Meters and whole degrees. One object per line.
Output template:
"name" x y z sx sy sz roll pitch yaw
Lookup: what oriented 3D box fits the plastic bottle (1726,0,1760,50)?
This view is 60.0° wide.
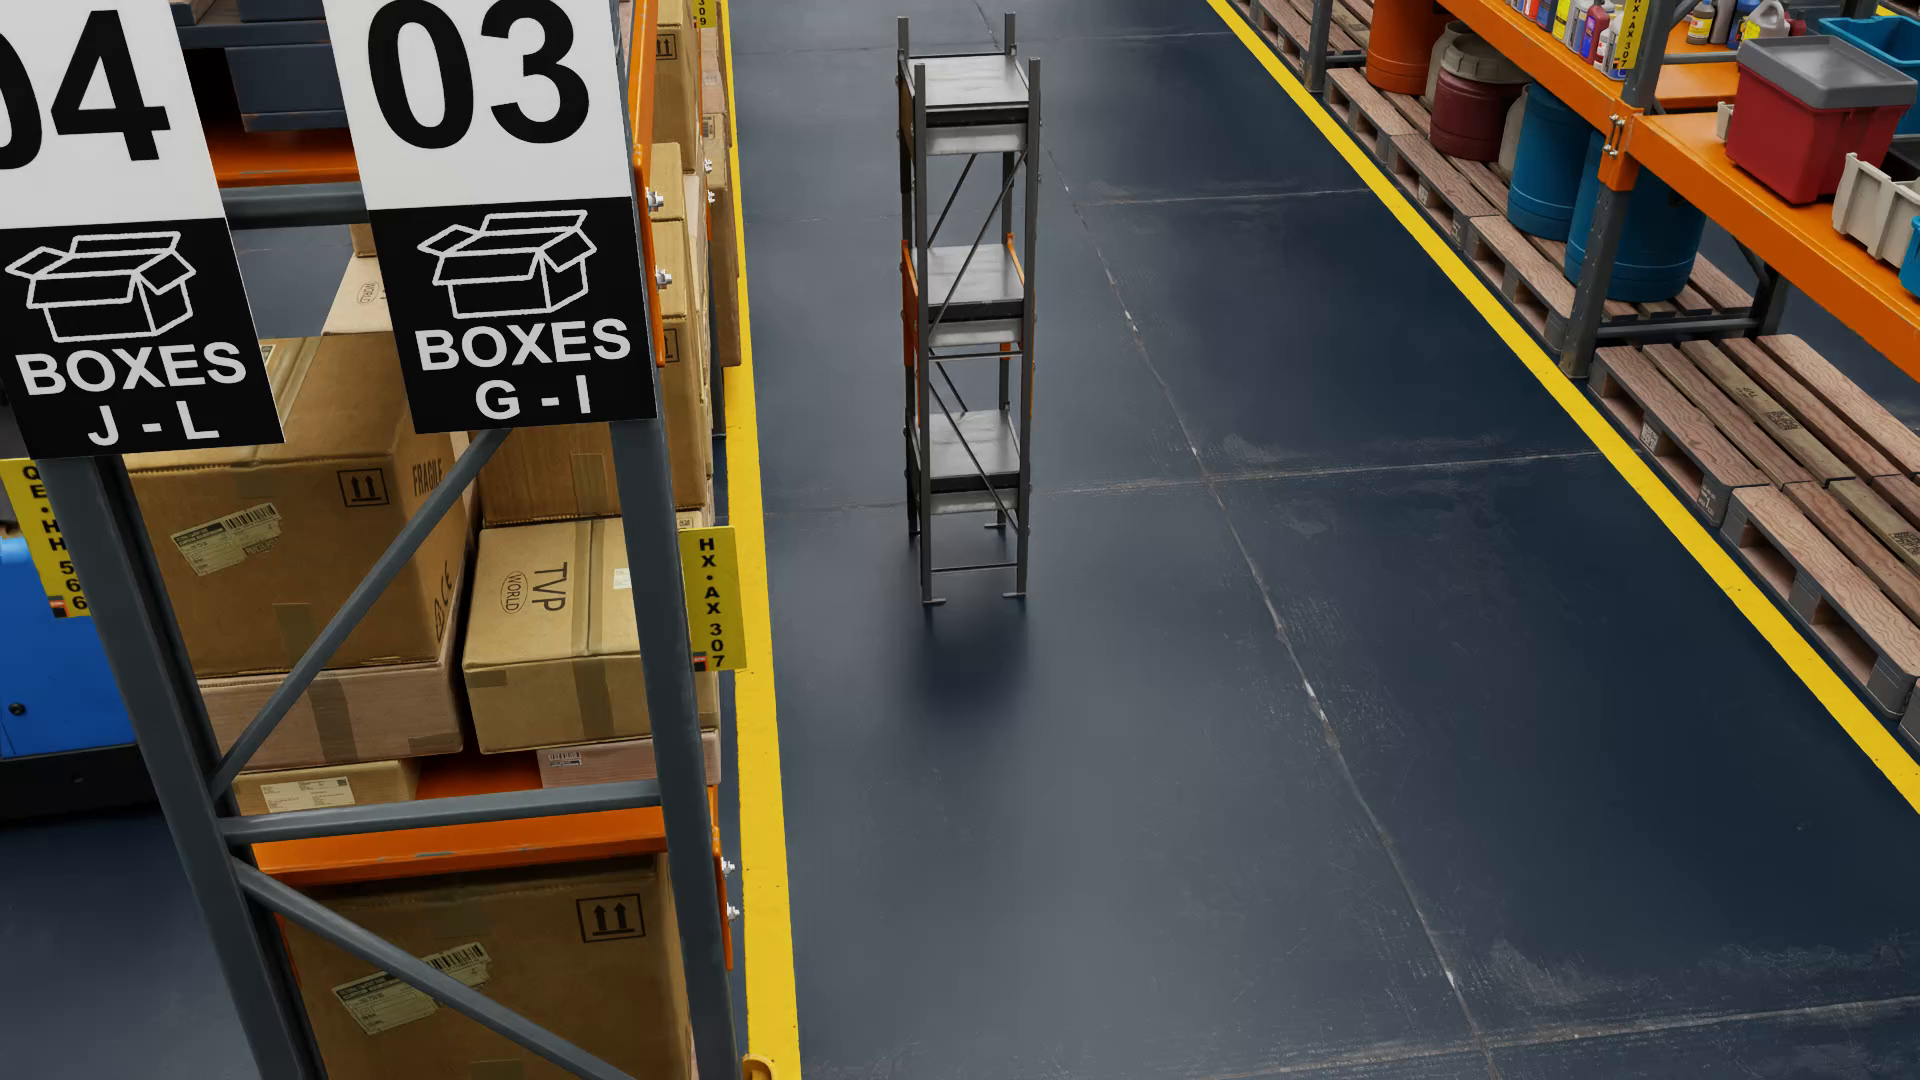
"plastic bottle" 3.672 -2.440 7.782 0.097 0.271 0.097 0 34 0

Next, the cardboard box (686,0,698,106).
"cardboard box" -1.218 -1.824 5.967 0.500 0.500 0.500 -3 34 -5

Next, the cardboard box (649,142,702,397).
"cardboard box" -0.947 -0.684 4.294 0.500 0.500 0.500 -5 35 -8

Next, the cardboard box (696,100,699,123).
"cardboard box" -1.225 -1.524 6.192 0.500 0.250 0.500 -5 35 -7

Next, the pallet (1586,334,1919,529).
"pallet" 3.501 -0.505 7.304 1.003 0.211 1.213 -4 35 -6

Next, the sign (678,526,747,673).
"sign" -0.456 0.113 3.081 0.100 0.325 0.005 -4 35 -6

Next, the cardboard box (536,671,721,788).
"cardboard box" -0.728 0.423 3.689 0.380 0.149 0.250 -4 34 -6

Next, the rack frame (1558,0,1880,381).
"rack frame" 3.363 -2.065 7.116 1.000 3.000 0.127 -4 35 -6

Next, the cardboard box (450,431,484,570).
"cardboard box" -1.403 -0.052 4.032 0.500 0.250 0.500 -5 35 -7

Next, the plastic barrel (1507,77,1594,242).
"plastic barrel" 3.212 -2.071 8.616 0.600 0.901 0.708 -4 35 -6

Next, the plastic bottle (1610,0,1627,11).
"plastic bottle" 3.058 -2.544 7.863 0.144 0.351 0.185 -4 35 -6

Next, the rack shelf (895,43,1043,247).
"rack shelf" 0.022 -1.342 5.637 0.431 0.518 0.480 -4 35 -6

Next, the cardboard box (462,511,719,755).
"cardboard box" -0.804 0.193 3.672 0.500 0.250 0.500 -5 35 -8

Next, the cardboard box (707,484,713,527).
"cardboard box" -0.834 -0.008 4.322 0.380 0.149 0.250 -5 35 -7

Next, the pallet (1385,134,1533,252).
"pallet" 3.133 -2.029 9.539 1.003 0.211 1.213 -4 35 -6

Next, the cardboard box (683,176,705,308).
"cardboard box" -1.084 -0.951 5.351 0.500 0.250 0.500 -4 34 -5

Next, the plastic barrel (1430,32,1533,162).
"plastic barrel" 3.060 -2.572 9.629 0.600 0.588 0.708 -4 35 -6

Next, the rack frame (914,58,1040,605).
"rack frame" 0.055 -0.639 5.823 0.400 2.100 0.015 -4 35 -6

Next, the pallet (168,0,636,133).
"pallet" -1.117 -1.074 3.077 1.003 0.211 1.213 -4 35 -6

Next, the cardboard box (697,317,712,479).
"cardboard box" -0.944 -0.377 4.509 0.500 0.250 0.500 -5 35 -8

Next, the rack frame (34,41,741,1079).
"rack frame" -1.007 0.542 3.291 1.000 3.000 0.127 -4 35 -6

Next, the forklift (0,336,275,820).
"forklift" -3.238 -1.106 5.770 1.130 2.935 3.031 -6 35 -9

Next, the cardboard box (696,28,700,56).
"cardboard box" -1.494 -2.567 7.764 0.500 0.500 0.500 -5 35 -7

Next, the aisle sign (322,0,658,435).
"aisle sign" -0.700 -0.514 2.533 0.394 0.787 0.004 -4 35 -6

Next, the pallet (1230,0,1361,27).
"pallet" 2.599 -4.259 12.813 1.003 0.211 1.213 -4 35 -6

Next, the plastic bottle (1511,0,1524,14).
"plastic bottle" 2.855 -2.769 8.260 0.152 0.276 0.135 -4 35 -6

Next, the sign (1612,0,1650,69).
"sign" 2.818 -2.139 6.979 0.100 0.325 0.005 -4 35 -6

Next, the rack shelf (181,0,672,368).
"rack shelf" -1.276 -1.516 4.286 1.077 0.370 4.000 -4 35 -6

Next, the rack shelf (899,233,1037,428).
"rack shelf" 0.022 -0.764 6.031 0.431 0.518 0.480 -4 35 -6

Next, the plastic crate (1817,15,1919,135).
"plastic crate" 3.764 -1.848 6.760 0.392 0.384 0.575 -4 35 -6

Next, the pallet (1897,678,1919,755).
"pallet" 3.829 0.856 5.306 1.003 0.211 1.213 -4 35 -6

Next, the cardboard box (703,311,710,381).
"cardboard box" -0.973 -0.581 5.163 0.380 0.149 0.250 -4 34 -6

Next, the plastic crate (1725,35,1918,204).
"plastic crate" 3.235 -1.599 6.323 0.402 0.464 0.583 -4 35 -6

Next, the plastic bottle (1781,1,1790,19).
"plastic bottle" 3.719 -2.328 7.606 0.061 0.283 0.133 -4 35 -6

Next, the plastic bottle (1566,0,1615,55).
"plastic bottle" 2.941 -2.413 7.737 0.152 0.276 0.135 -4 35 -6

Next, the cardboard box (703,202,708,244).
"cardboard box" -1.110 -1.154 6.002 0.380 0.149 0.250 -5 35 -7

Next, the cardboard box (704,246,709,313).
"cardboard box" -1.040 -0.866 5.581 0.380 0.149 0.250 -4 34 -5

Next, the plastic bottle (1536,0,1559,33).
"plastic bottle" 2.890 -2.636 7.998 0.144 0.351 0.185 -4 35 -6

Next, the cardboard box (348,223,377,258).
"cardboard box" -1.601 -1.209 5.063 0.500 0.500 0.500 -5 35 -8

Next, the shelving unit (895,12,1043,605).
"shelving unit" 0.022 -0.775 6.023 0.431 2.100 0.503 -4 35 -6

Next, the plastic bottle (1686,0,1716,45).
"plastic bottle" 3.508 -2.454 7.864 0.097 0.201 0.097 0 34 0

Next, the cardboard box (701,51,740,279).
"cardboard box" -1.772 -1.840 8.300 1.225 0.875 0.875 -6 35 -8

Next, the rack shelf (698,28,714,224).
"rack shelf" -1.814 -2.509 8.406 1.077 0.370 4.000 -4 35 -6

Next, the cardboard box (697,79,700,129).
"cardboard box" -1.359 -2.007 6.942 0.500 0.500 0.500 -4 35 -6

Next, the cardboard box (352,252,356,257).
"cardboard box" -1.604 -0.902 5.279 0.500 0.250 0.500 -4 34 -5

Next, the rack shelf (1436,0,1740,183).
"rack shelf" 3.094 -2.884 8.957 1.077 0.370 4.000 -4 35 -6

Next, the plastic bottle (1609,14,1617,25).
"plastic bottle" 2.989 -2.320 7.667 0.097 0.201 0.097 0 34 0

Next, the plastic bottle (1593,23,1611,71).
"plastic bottle" 2.947 -2.241 7.551 0.097 0.201 0.097 0 34 0

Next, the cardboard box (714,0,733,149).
"cardboard box" -2.011 -2.831 9.754 1.225 0.875 0.875 -6 35 -9

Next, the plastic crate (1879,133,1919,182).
"plastic crate" 3.780 -1.372 6.290 0.437 0.125 0.590 -4 35 -6

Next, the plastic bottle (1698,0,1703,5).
"plastic bottle" 3.628 -2.595 8.071 0.097 0.201 0.097 0 34 0

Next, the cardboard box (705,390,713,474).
"cardboard box" -0.903 -0.294 4.741 0.380 0.149 0.250 -5 35 -7

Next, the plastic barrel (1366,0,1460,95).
"plastic barrel" 2.908 -3.302 10.486 0.600 0.830 0.708 -4 35 -6

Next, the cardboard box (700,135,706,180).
"cardboard box" -1.179 -1.441 6.423 0.380 0.149 0.250 -4 34 -6
